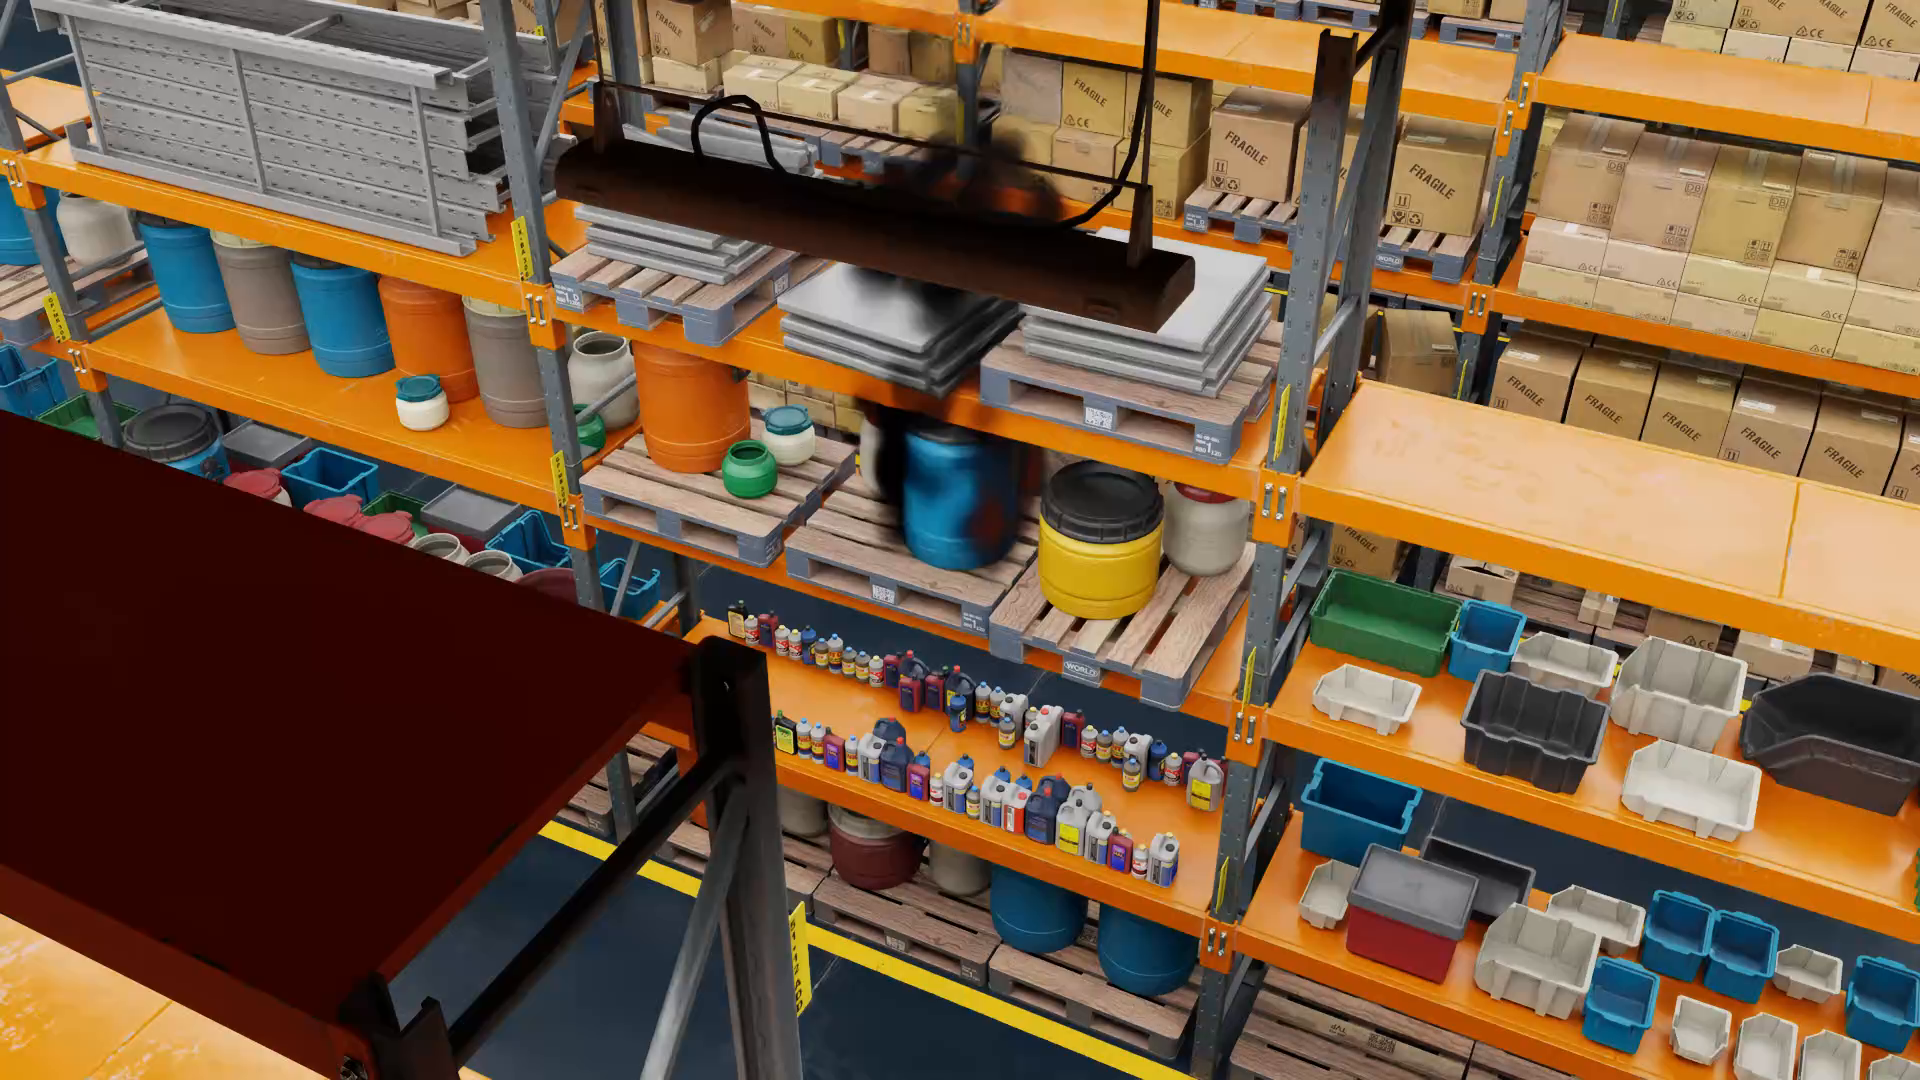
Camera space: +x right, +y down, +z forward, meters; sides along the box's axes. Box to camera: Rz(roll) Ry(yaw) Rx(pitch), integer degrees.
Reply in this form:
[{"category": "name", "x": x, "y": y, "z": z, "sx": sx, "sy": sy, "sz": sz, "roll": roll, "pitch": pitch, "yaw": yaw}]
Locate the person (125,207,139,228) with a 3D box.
[{"category": "person", "x": -8.868, "y": -3.716, "z": 17.620, "sx": 0.863, "sy": 1.794, "sz": 0.708, "roll": -20, "pitch": 40, "yaw": -26}]
